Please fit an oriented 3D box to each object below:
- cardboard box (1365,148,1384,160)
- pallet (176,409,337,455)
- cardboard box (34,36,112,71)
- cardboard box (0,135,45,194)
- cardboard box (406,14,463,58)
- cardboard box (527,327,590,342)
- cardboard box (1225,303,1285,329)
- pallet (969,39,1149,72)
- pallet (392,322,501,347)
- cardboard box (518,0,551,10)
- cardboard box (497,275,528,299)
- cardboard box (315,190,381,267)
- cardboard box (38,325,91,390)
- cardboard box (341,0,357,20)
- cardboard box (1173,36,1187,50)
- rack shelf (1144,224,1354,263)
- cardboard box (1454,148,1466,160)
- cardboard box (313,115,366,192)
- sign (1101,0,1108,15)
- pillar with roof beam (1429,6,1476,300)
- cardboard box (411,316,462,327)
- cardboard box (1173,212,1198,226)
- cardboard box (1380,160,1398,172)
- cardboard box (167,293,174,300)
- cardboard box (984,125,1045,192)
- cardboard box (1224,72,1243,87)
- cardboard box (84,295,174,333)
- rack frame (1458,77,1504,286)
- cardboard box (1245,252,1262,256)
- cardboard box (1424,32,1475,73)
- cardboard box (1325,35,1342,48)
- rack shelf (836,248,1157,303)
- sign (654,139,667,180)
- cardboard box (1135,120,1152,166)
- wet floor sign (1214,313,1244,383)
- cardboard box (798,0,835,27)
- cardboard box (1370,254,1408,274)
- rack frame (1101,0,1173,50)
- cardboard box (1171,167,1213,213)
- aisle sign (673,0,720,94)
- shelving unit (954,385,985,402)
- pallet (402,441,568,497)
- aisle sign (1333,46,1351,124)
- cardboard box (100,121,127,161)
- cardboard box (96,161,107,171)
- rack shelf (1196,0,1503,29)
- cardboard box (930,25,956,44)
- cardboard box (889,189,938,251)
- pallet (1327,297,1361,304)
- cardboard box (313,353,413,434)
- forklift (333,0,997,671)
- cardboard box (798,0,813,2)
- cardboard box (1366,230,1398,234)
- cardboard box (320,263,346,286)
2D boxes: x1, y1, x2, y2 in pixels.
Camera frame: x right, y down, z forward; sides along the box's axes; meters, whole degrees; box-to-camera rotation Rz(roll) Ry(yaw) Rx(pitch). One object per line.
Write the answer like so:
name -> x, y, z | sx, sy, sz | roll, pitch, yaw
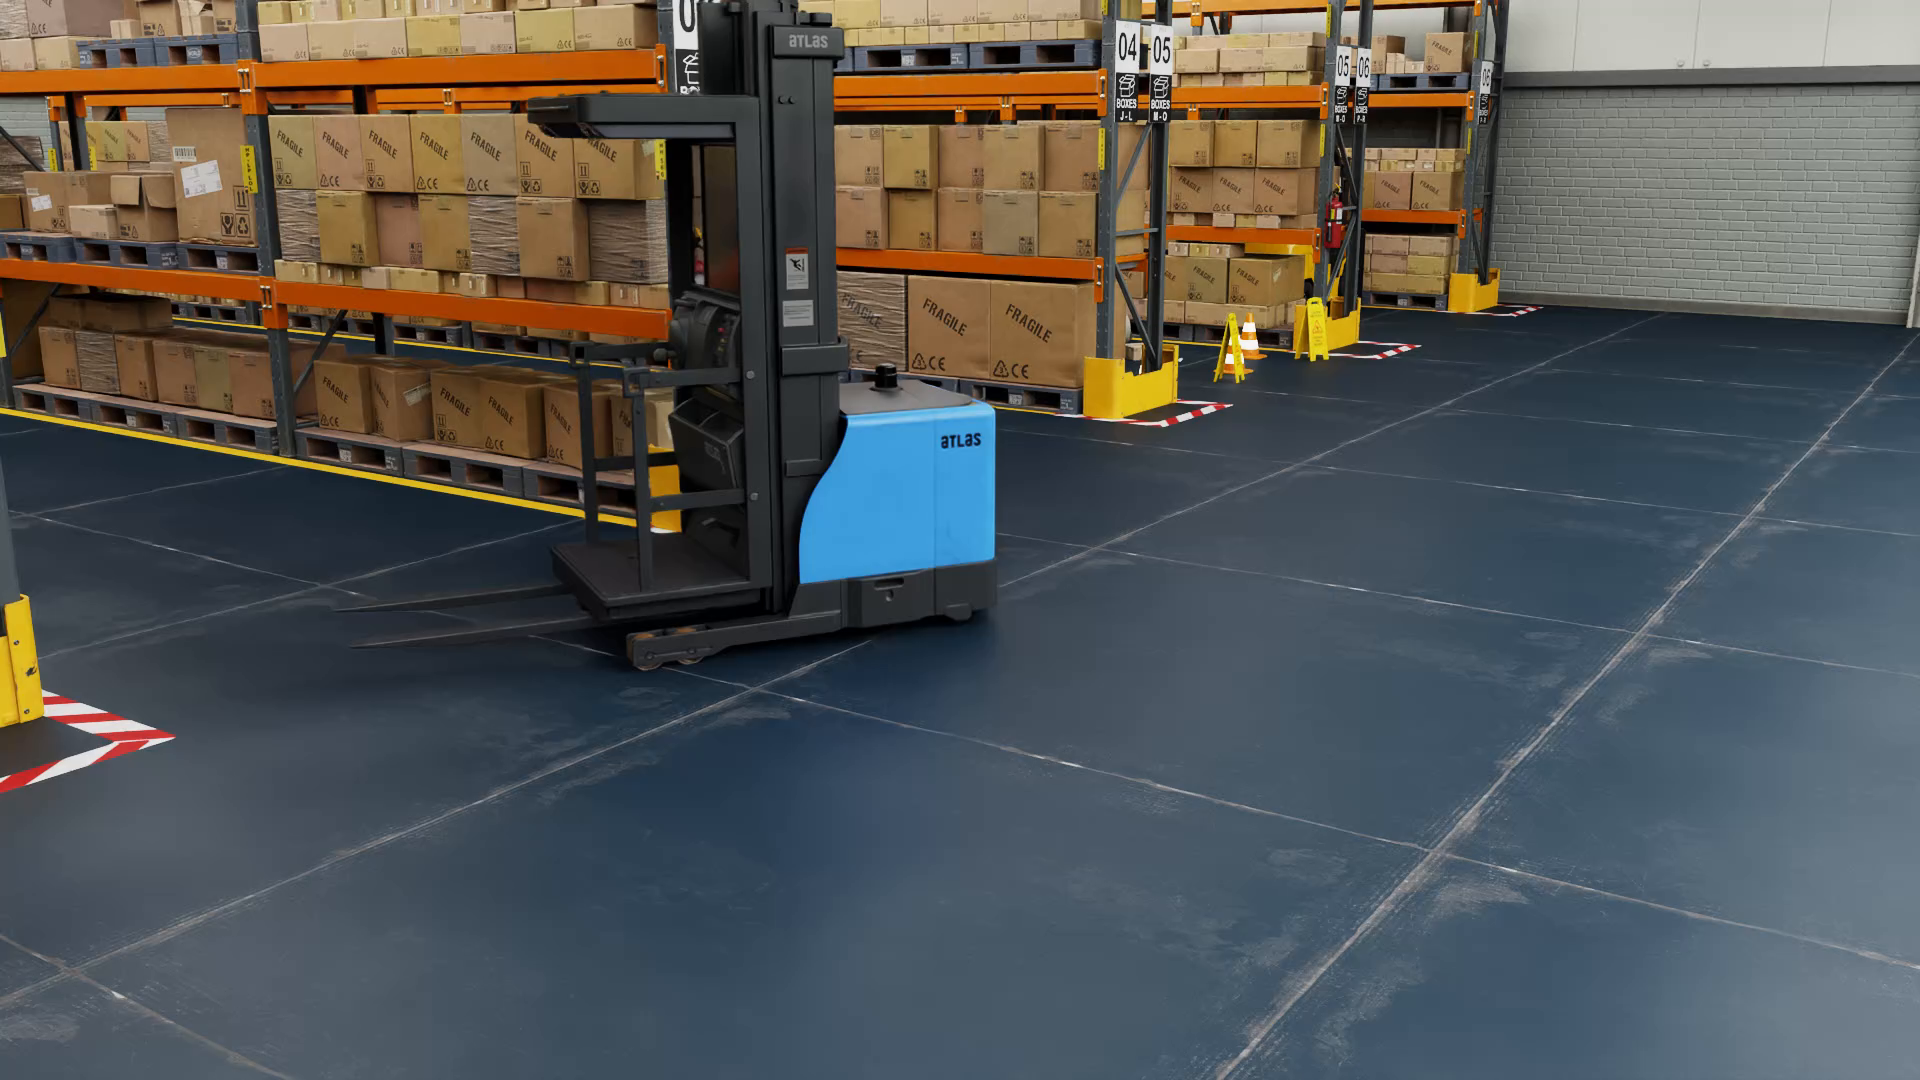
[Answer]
cardboard box -> 5.599, -5.223, 22.503 | 0.250, 0.149, 0.380 | 10, 17, 34
pallet -> -5.353, -0.913, 13.070 | 1.213, 0.211, 1.003 | 9, 17, 33
cardboard box -> -6.919, -3.832, 13.130 | 0.500, 0.250, 0.500 | 10, 17, 34
cardboard box -> -8.623, -3.335, 14.758 | 0.637, 0.503, 0.797 | 10, 17, 35
cardboard box -> -3.185, -3.226, 10.683 | 0.500, 0.250, 0.500 | 9, 16, 32
cardboard box -> -3.991, -2.569, 17.768 | 0.750, 0.750, 1.050 | 9, 17, 34
cardboard box -> 3.303, -2.529, 18.644 | 0.500, 0.250, 0.500 | 9, 17, 33
pallet -> 0.844, -4.111, 14.132 | 1.213, 0.211, 1.003 | 9, 17, 33
pallet -> -5.821, -2.425, 19.181 | 1.213, 0.211, 1.003 | 9, 17, 33
cardboard box -> -2.452, -3.279, 10.069 | 0.250, 0.149, 0.380 | 9, 17, 33
cardboard box -> -2.785, -1.665, 10.830 | 0.250, 0.149, 0.380 | 9, 17, 33
cardboard box -> -3.972, -2.208, 11.674 | 0.500, 0.500, 0.875 | 9, 17, 33
cardboard box -> -7.458, -1.613, 14.382 | 0.500, 0.500, 0.700 | 8, 16, 30
cardboard box -> -3.908, -3.547, 11.148 | 0.250, 0.149, 0.380 | 10, 17, 34
cardboard box -> 2.407, -5.508, 18.453 | 0.250, 0.149, 0.380 | 10, 17, 34
rack shelf -> 2.484, -3.521, 19.300 | 4.000, 0.370, 1.077 | 9, 17, 33
cardboard box -> 6.752, -5.187, 22.358 | 0.250, 0.149, 0.380 | 9, 16, 32
cardboard box -> -4.059, -2.663, 11.428 | 0.500, 0.500, 0.500 | 9, 17, 33
sign -> 1.151, -4.342, 13.201 | 0.005, 0.325, 0.100 | 9, 17, 33
pillar with roof beam -> 4.434, -6.919, 19.045 | 0.400, 9.000, 9.100 | 9, 17, 33
cardboard box -> -5.865, -2.700, 18.818 | 0.500, 0.500, 0.500 | 9, 17, 33
cardboard box -> 2.614, -3.645, 18.827 | 0.250, 0.149, 0.380 | 9, 17, 32
cardboard box -> 5.858, -5.057, 22.450 | 0.250, 0.149, 0.380 | 9, 17, 32
cardboard box -> -10.045, -3.202, 21.575 | 0.250, 0.149, 0.380 | 10, 17, 34
cardboard box -> 0.671, -3.311, 14.396 | 0.550, 0.550, 0.875 | 9, 17, 33
cardboard box -> 3.093, -5.044, 18.238 | 0.250, 0.149, 0.380 | 9, 17, 33
cardboard box -> -7.007, -1.910, 14.021 | 0.500, 0.250, 0.500 | 12, 18, 39
rack frame -> 6.911, -4.592, 22.130 | 0.127, 3.000, 1.000 | 9, 17, 33
cardboard box -> 3.173, -3.070, 19.271 | 0.500, 0.500, 0.500 | 8, 16, 31
cardboard box -> 6.408, -6.359, 21.738 | 0.500, 0.500, 0.500 | 10, 17, 35
cardboard box -> 3.963, -5.411, 18.060 | 0.250, 0.149, 0.380 | 9, 17, 32
rack shelf -> -0.194, -2.520, 15.258 | 4.000, 0.370, 1.077 | 9, 17, 33
sign -> -1.713, -2.233, 9.534 | 0.005, 0.325, 0.100 | 9, 17, 33
cardboard box -> 2.365, -4.517, 18.918 | 0.500, 0.500, 0.700 | 9, 17, 32
wet floor sign -> 2.594, -1.849, 15.950 | 0.232, 0.644, 0.267 | 6, 15, 23
cardboard box -> -1.185, -4.729, 15.052 | 0.500, 0.250, 0.500 | 9, 17, 32
cardboard box -> 5.923, -3.776, 22.642 | 0.500, 0.250, 0.500 | 9, 17, 32
rack frame -> 1.465, -5.513, 13.367 | 0.127, 3.000, 1.000 | 9, 17, 33
cardboard box -> 2.714, -3.948, 18.703 | 0.500, 0.500, 0.500 | 9, 17, 33
aisle sign -> -1.503, -2.819, 9.560 | 0.004, 0.787, 0.394 | 9, 17, 33
shelving unit -> -0.007, -0.438, 9.719 | 0.210, 0.900, 0.258 | 9, 17, 33
pallet -> -3.112, -0.562, 11.654 | 1.213, 0.211, 1.003 | 9, 17, 33
aisle sign -> 4.034, -4.797, 17.550 | 0.004, 0.787, 0.394 | 9, 17, 33
cardboard box -> -10.745, -5.171, 21.563 | 0.500, 0.500, 0.500 | 9, 16, 32
cardboard box -> -11.135, -4.758, 21.973 | 0.500, 0.500, 0.500 | 9, 17, 33
rack shelf -> 5.252, -7.229, 22.627 | 4.000, 0.370, 1.077 | 9, 17, 33
cardboard box -> -0.054, -4.335, 14.291 | 0.250, 0.149, 0.380 | 9, 17, 33
cardboard box -> -0.194, -2.947, 15.173 | 0.500, 0.550, 0.875 | 9, 17, 33
pallet -> 5.245, -3.496, 23.507 | 1.213, 0.211, 1.003 | 9, 17, 33
cardboard box -> -4.396, -1.091, 12.316 | 0.500, 0.500, 0.500 | 9, 16, 31
forklift -> -1.372, -0.980, 7.684 | 3.031, 2.935, 1.130 | -7, 15, -25
cardboard box -> -1.319, -4.926, 15.021 | 0.250, 0.149, 0.380 | 9, 17, 32
cardboard box -> 5.792, -4.184, 23.250 | 0.500, 0.250, 0.500 | 9, 17, 32
cardboard box -> -4.272, -1.887, 11.727 | 0.250, 0.149, 0.380 | 9, 17, 33
